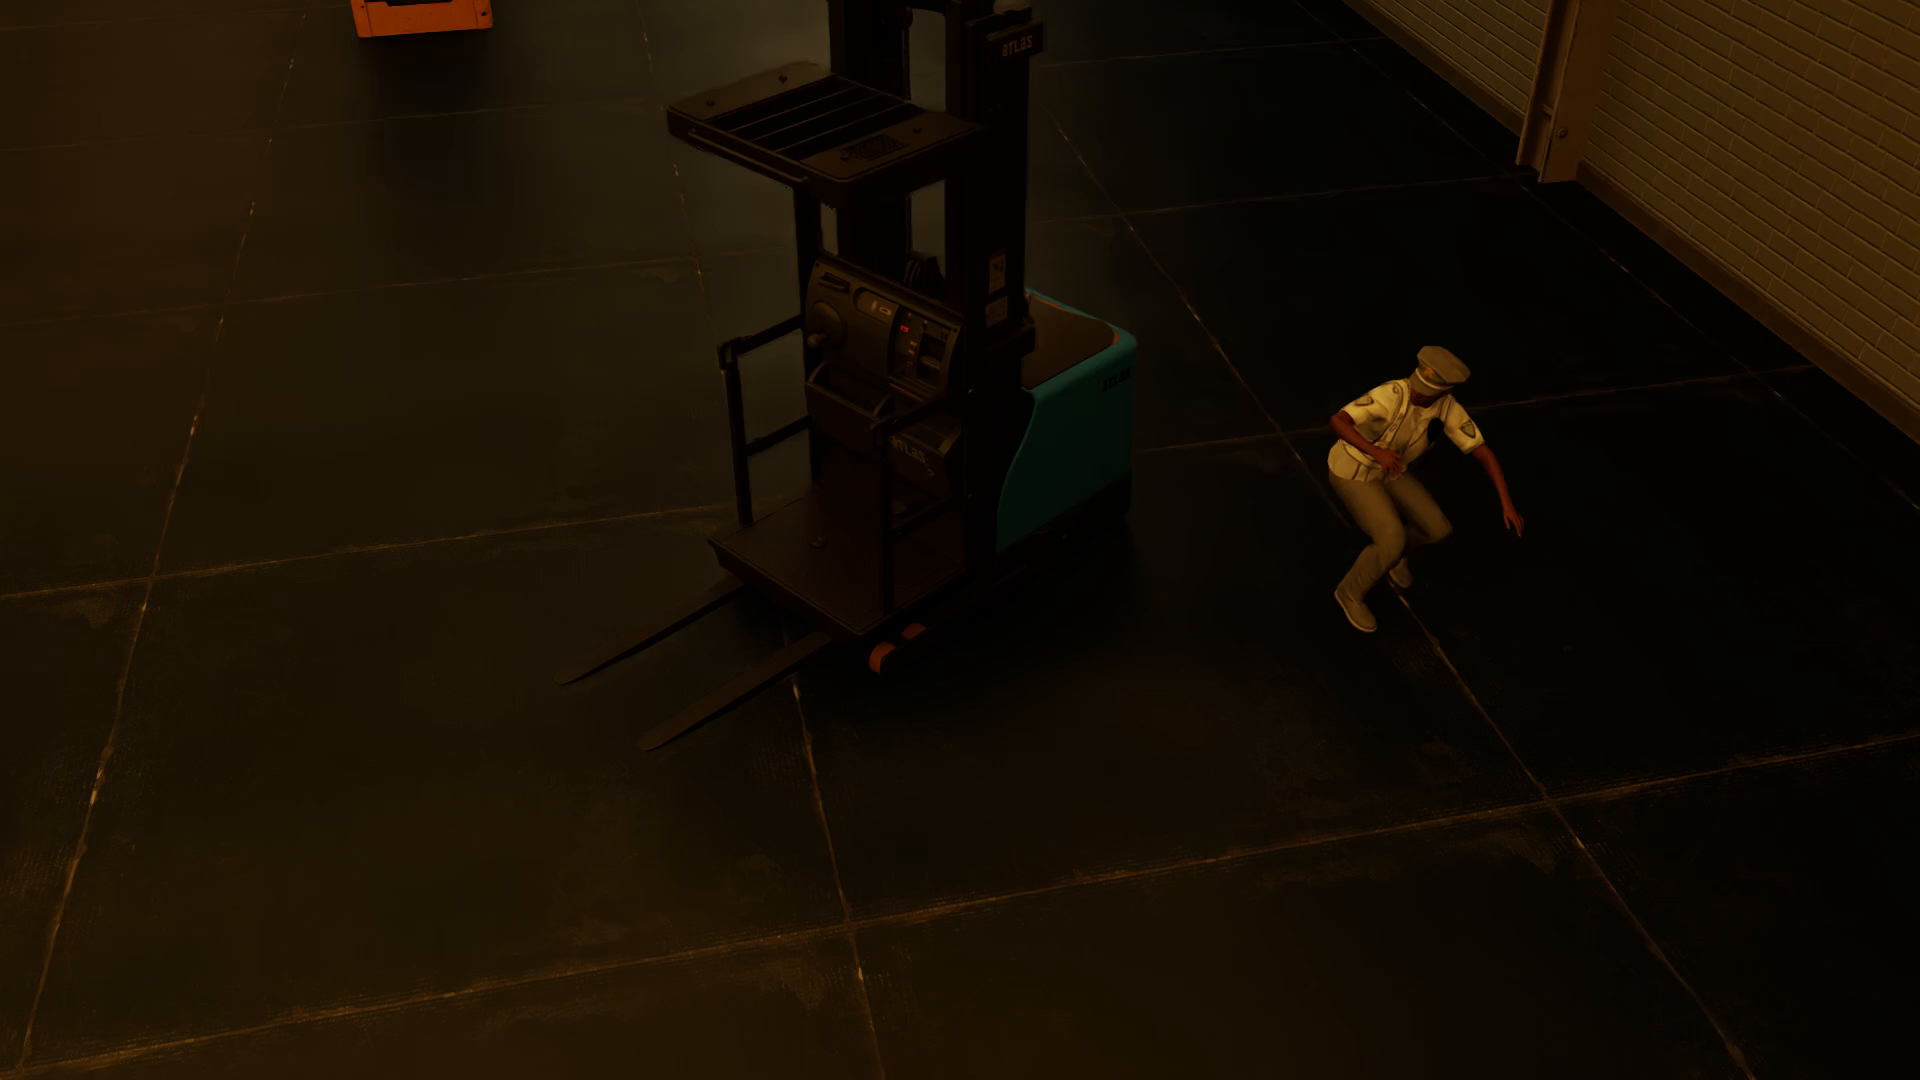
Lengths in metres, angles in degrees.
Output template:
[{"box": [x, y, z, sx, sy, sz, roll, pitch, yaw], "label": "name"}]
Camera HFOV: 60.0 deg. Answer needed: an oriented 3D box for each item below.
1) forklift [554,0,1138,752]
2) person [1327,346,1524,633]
[{"box": [-0.500, -0.895, 7.294, 1.130, 2.935, 3.031, 30, 45, 34], "label": "forklift"}, {"box": [2.066, -0.214, 7.677, 0.716, 1.414, 0.893, -16, 39, -21], "label": "person"}]
